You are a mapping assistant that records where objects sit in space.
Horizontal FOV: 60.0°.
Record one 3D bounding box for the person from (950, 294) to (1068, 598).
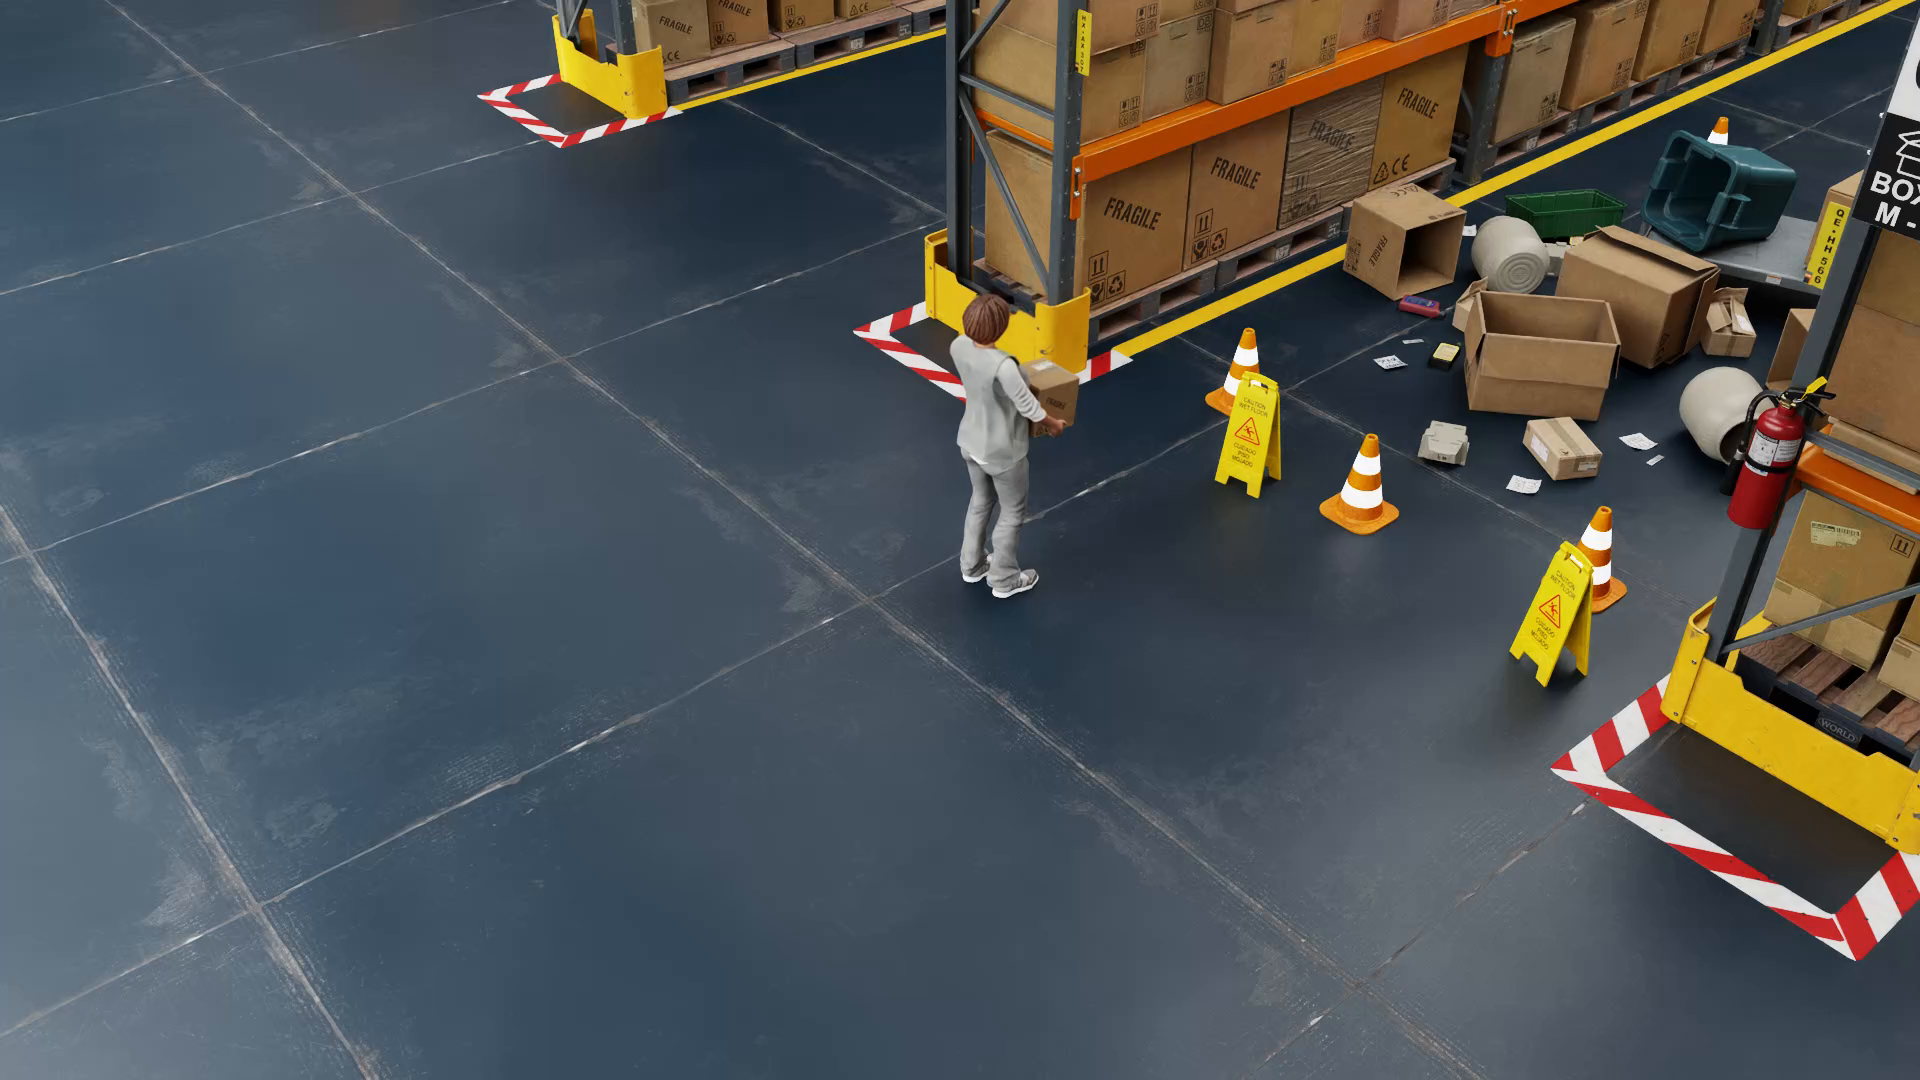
[{"bbox_3d":[0.225,-0.455,7.706,0.488,1.593,0.405,-26,43,-30],"label":"person"}]
